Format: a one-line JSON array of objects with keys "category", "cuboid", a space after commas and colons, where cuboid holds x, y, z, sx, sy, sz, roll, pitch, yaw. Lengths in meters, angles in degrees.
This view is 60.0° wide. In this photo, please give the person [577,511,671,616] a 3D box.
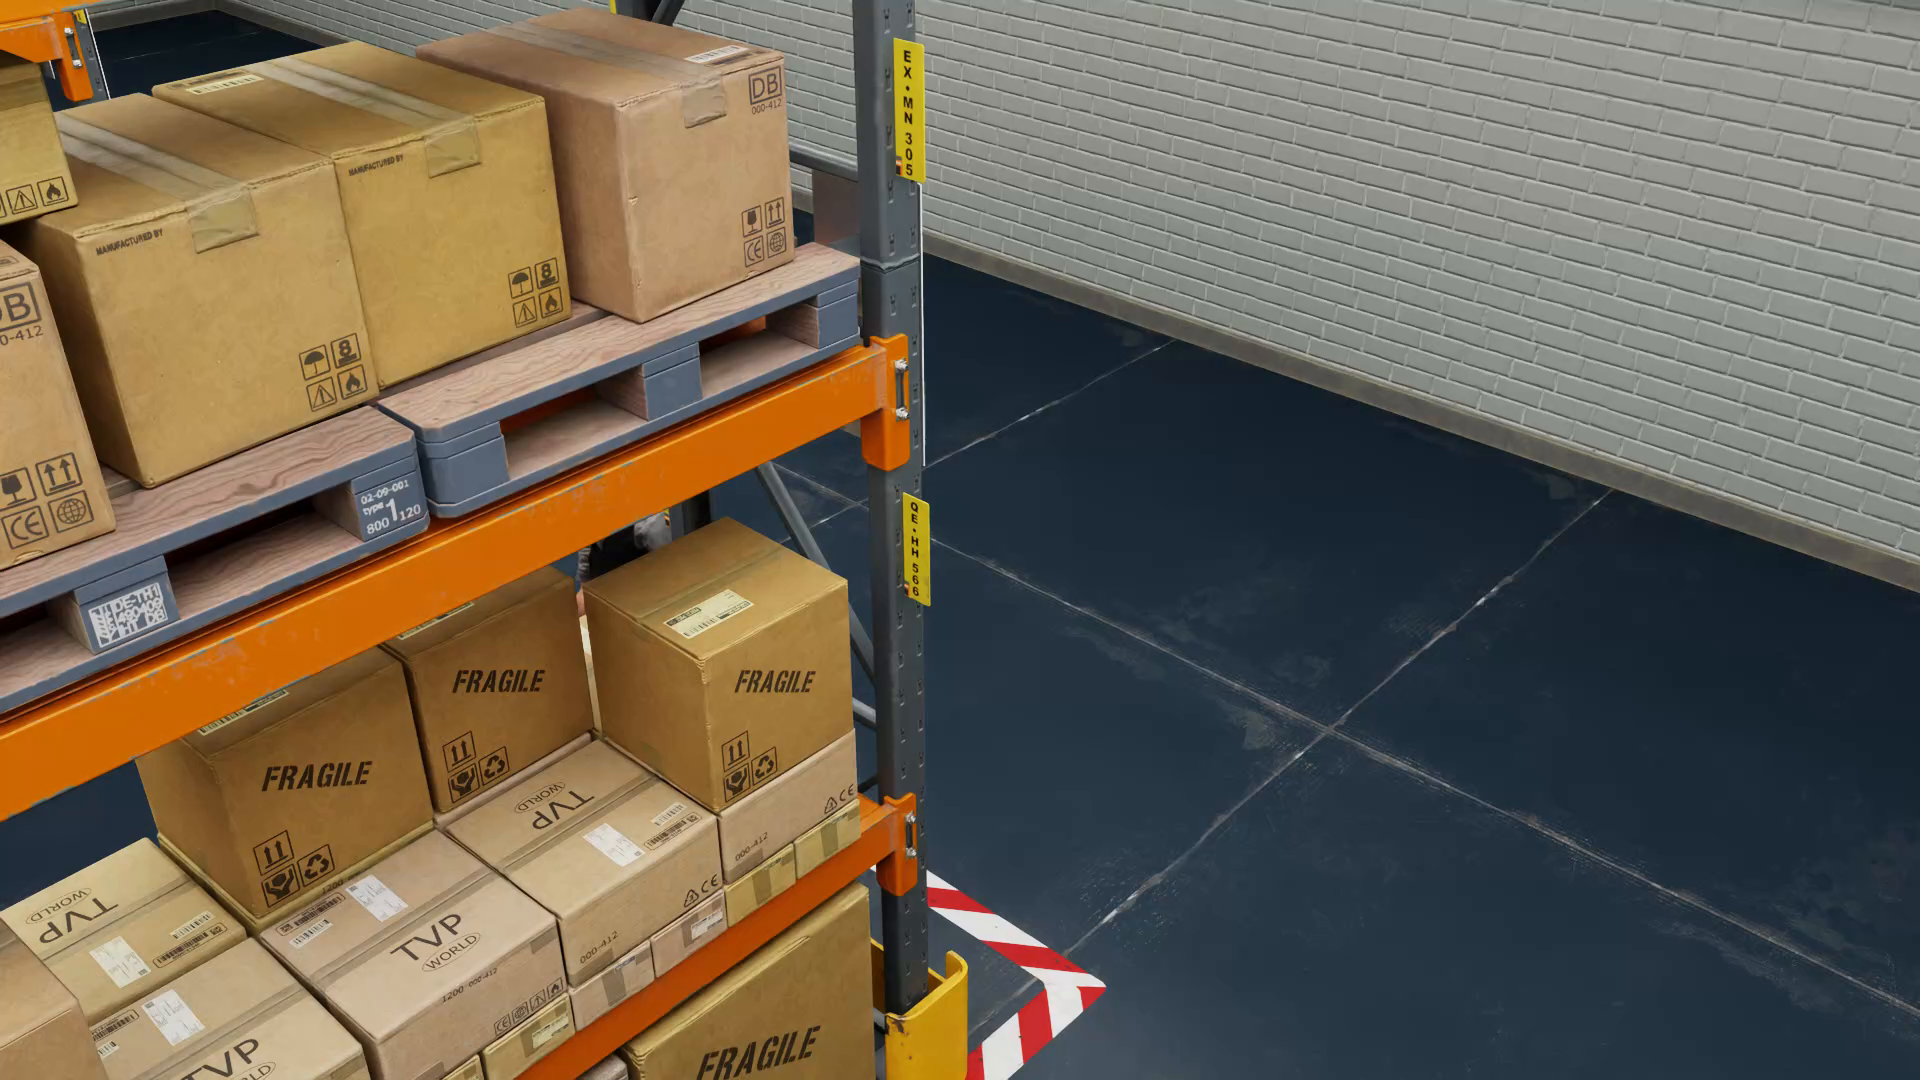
[{"category": "person", "cuboid": [-1.300, 0.281, 6.691, 0.582, 1.721, 0.412, 25, 39, 35]}]
